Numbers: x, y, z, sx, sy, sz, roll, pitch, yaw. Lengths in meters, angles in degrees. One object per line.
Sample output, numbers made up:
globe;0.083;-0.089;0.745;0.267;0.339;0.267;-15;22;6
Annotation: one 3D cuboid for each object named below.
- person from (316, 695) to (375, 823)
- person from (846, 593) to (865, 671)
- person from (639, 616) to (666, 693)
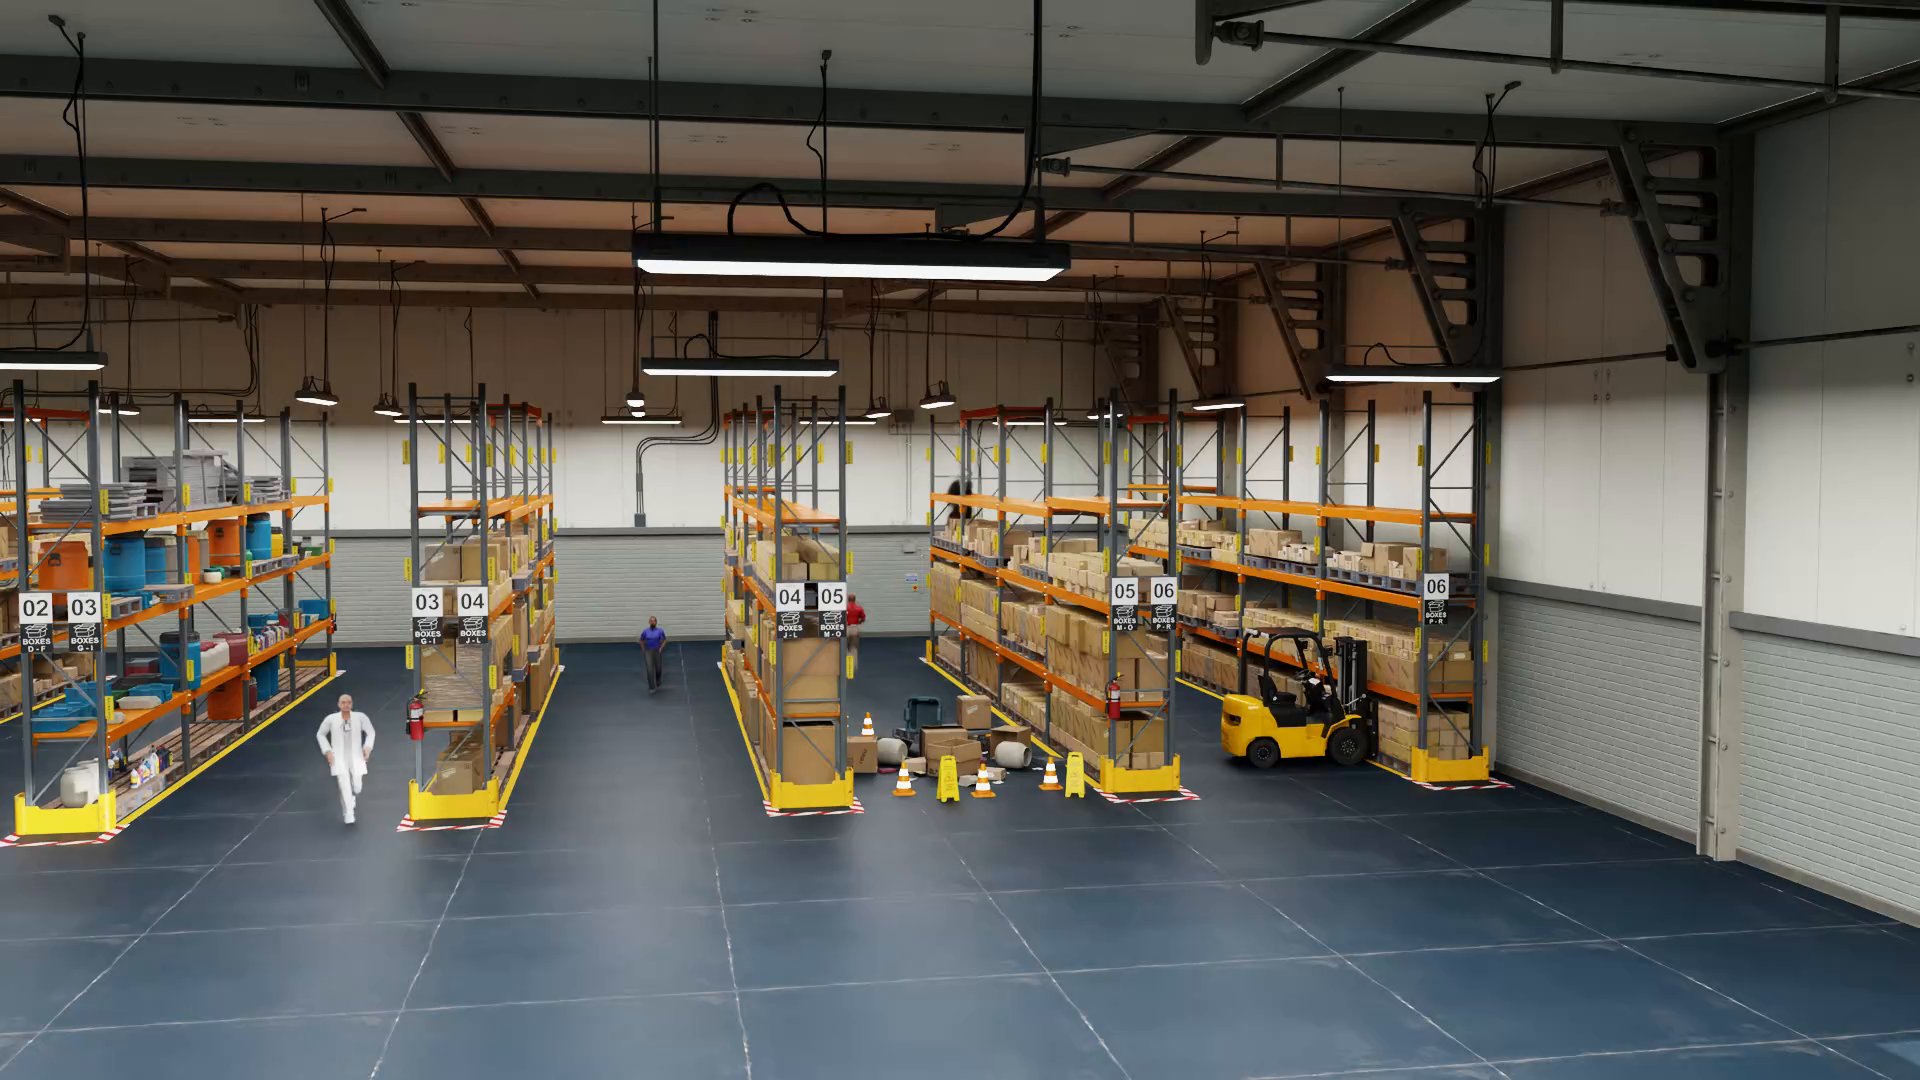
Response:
person;-8.405;2.978;22.773;0.754;1.723;0.782;-2;3;-27
person;-2.426;2.060;36.558;0.672;1.781;0.627;-1;3;-16
person;-6.500;2.426;35.169;0.576;1.584;0.571;0;3;-9
